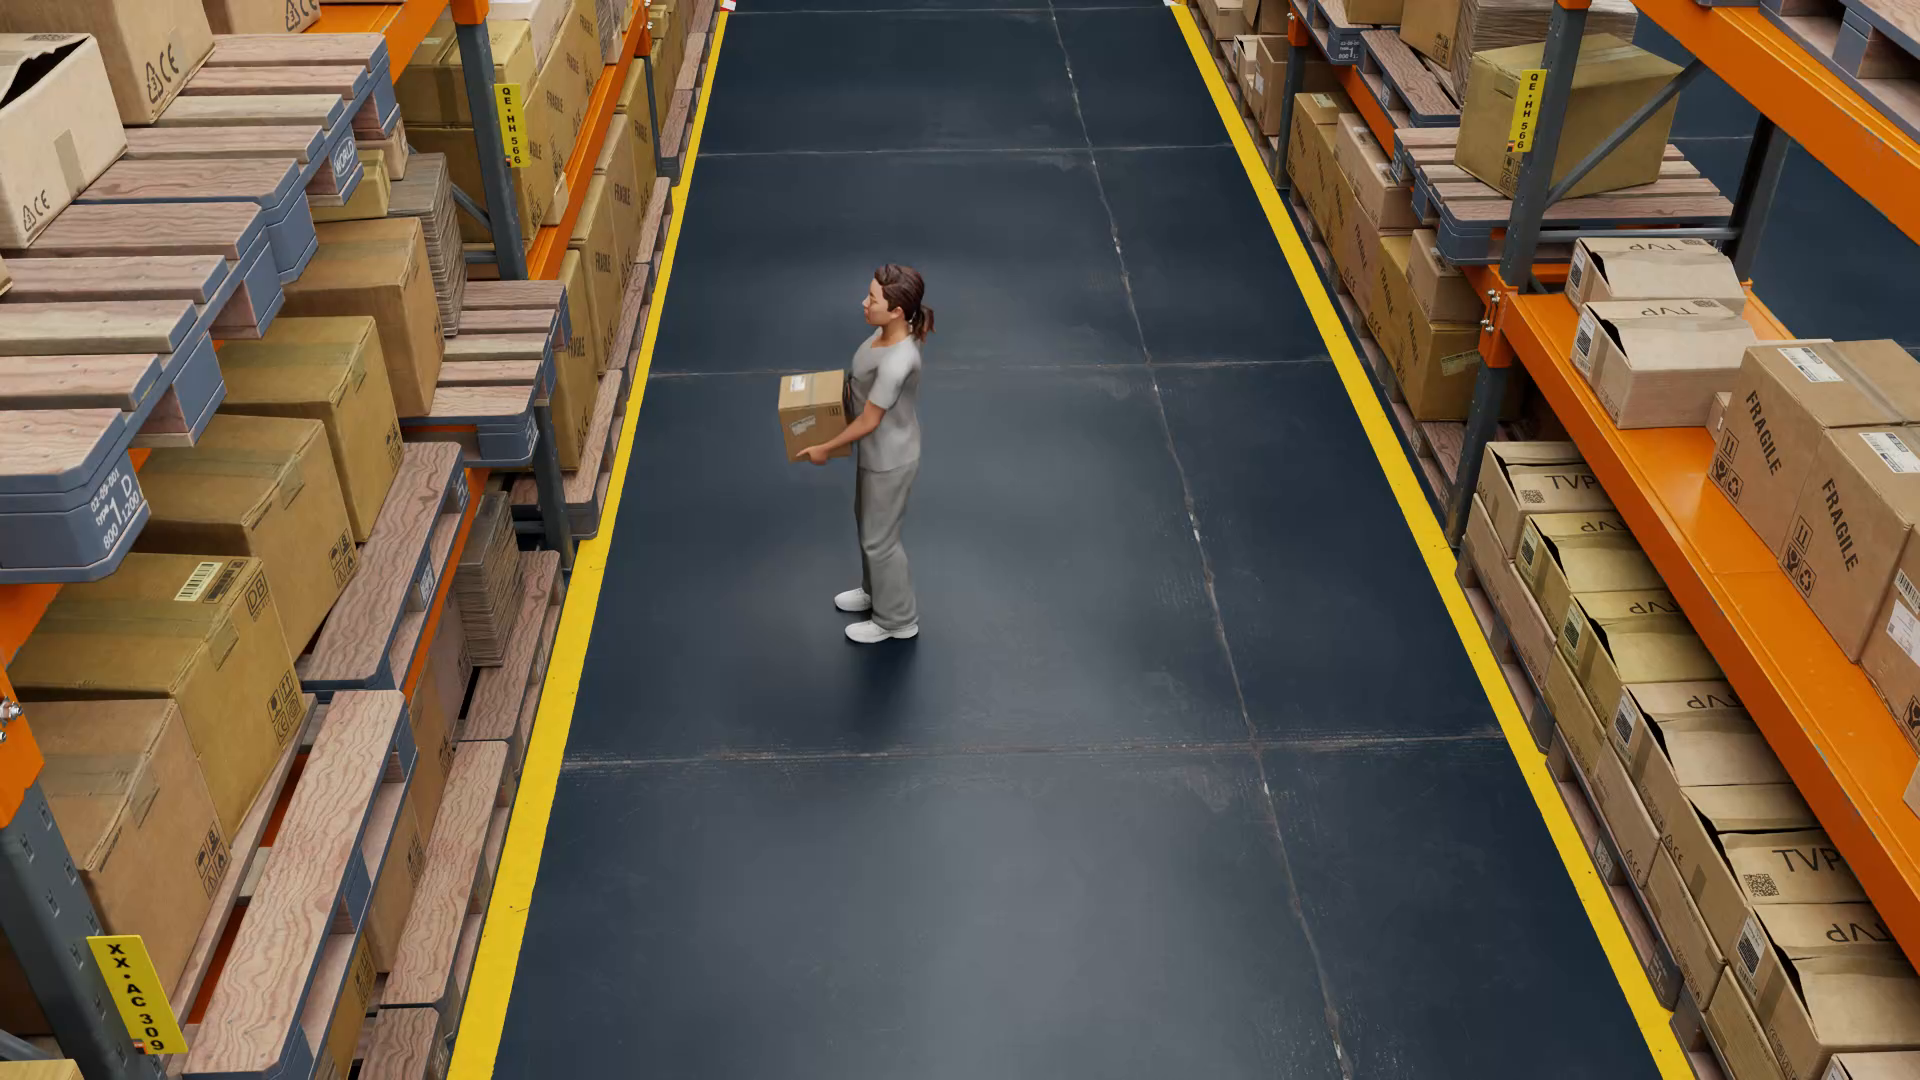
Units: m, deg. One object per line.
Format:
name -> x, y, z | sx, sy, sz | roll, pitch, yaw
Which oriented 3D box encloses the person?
person -> -0.364, -0.336, 6.634 | 0.556, 1.661, 0.436 | -1, 35, -1
